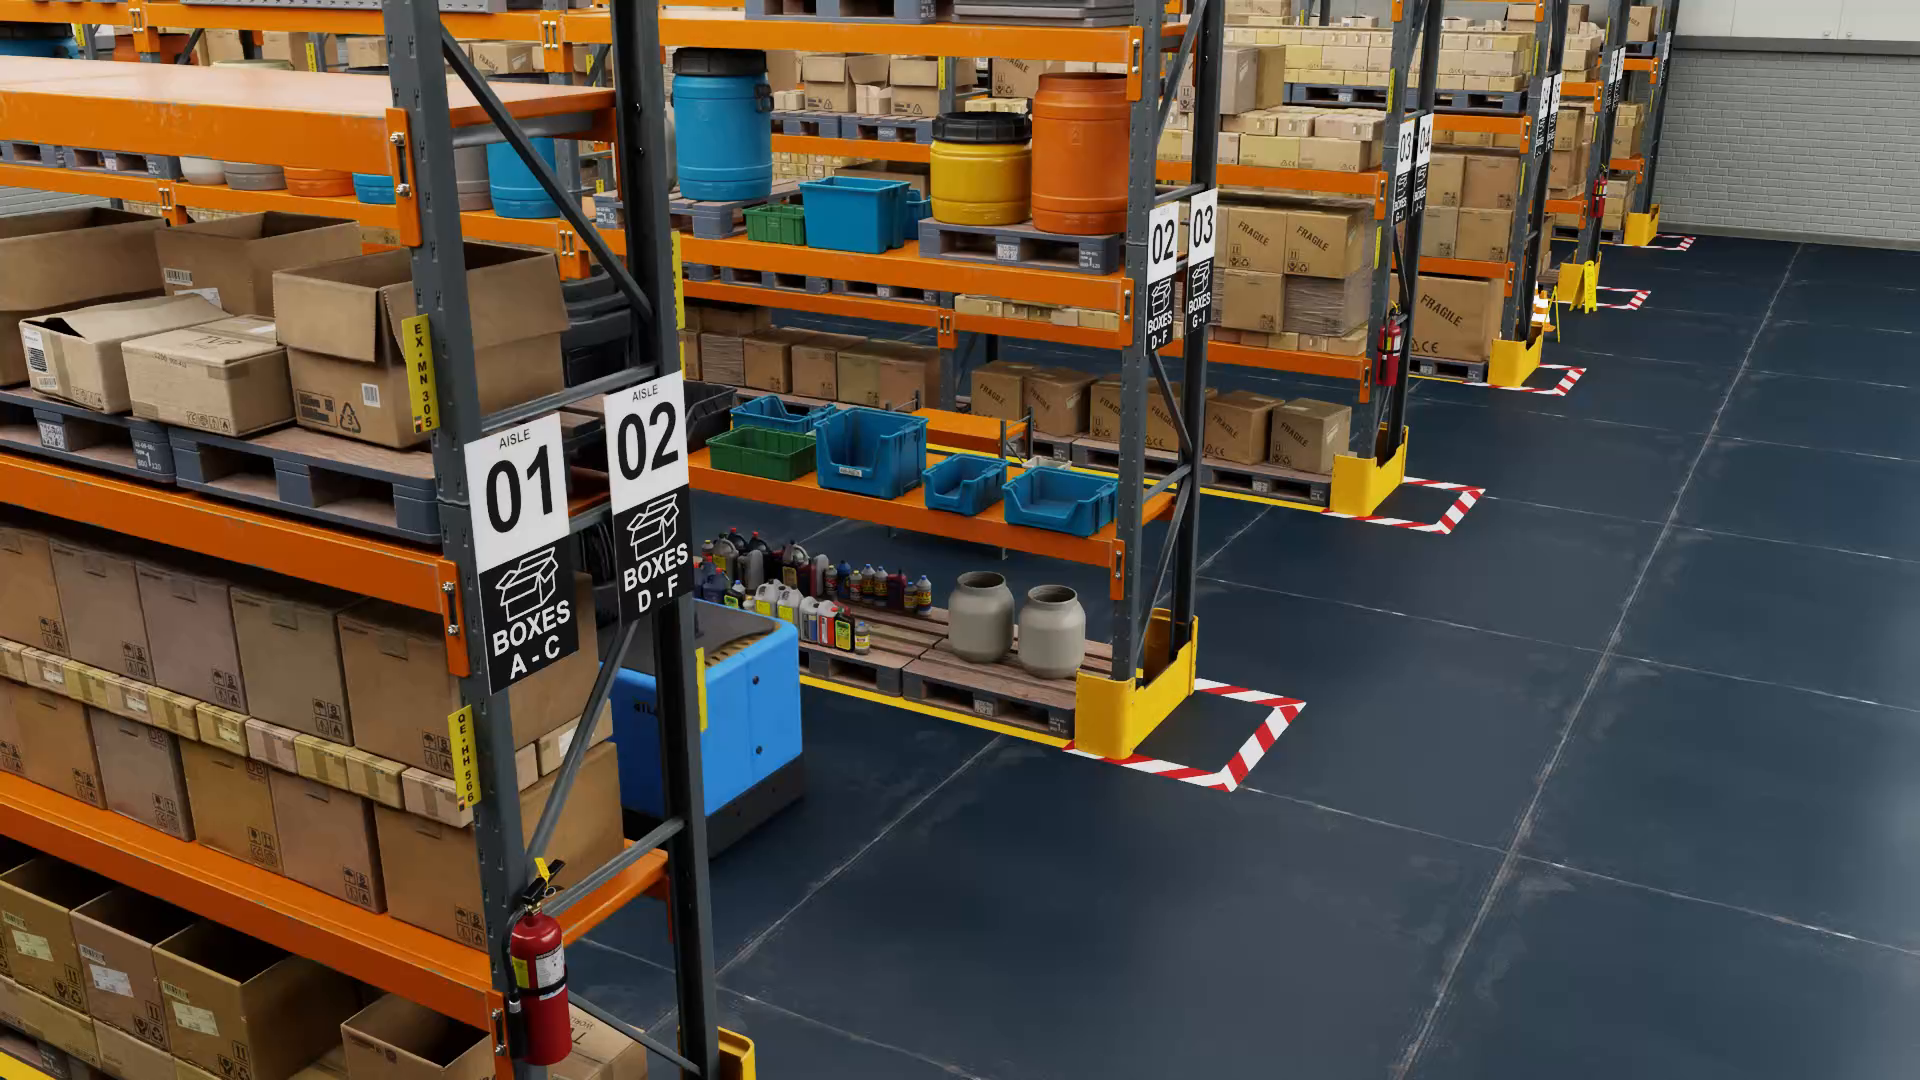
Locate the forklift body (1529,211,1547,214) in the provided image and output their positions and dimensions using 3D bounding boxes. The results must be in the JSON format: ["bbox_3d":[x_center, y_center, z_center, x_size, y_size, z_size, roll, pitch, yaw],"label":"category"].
[{"bbox_3d":[8.306,-5.586,25.612,1.214,2.155,2.313,11,23,27],"label":"forklift body"}]

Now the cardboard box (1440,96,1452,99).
[{"bbox_3d":[7.992,-7.173,27.205,0.250,0.149,0.380,10,22,26],"label":"cardboard box"}]

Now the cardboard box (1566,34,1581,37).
[{"bbox_3d":[7.995,-6.559,21.848,0.250,0.149,0.380,11,23,27],"label":"cardboard box"}]

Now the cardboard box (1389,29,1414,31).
[{"bbox_3d":[4.863,-5.518,18.215,0.250,0.149,0.380,10,22,27],"label":"cardboard box"}]

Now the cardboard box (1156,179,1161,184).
[{"bbox_3d":[2.180,-4.508,19.780,0.500,0.500,0.700,10,22,26],"label":"cardboard box"}]

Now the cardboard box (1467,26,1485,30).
[{"bbox_3d":[8.274,-8.122,26.564,0.250,0.149,0.380,12,23,29],"label":"cardboard box"}]

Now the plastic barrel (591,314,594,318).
[{"bbox_3d":[-2.496,-1.365,11.995,0.708,0.901,0.600,11,23,27],"label":"plastic barrel"}]

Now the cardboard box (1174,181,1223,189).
[{"bbox_3d":[2.921,-4.416,19.337,0.550,0.550,0.875,11,23,27],"label":"cardboard box"}]

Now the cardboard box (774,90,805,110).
[{"bbox_3d":[-1.577,-4.230,15.954,0.250,0.166,0.380,10,22,26],"label":"cardboard box"}]

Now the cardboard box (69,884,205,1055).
[{"bbox_3d":[-3.163,1.660,6.706,0.500,0.500,0.500,11,23,27],"label":"cardboard box"}]

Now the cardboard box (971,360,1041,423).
[{"bbox_3d":[0.439,-1.394,15.859,0.500,0.500,0.500,10,22,26],"label":"cardboard box"}]

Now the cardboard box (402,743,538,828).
[{"bbox_3d":[-1.660,0.805,5.649,0.250,0.149,0.380,10,22,26],"label":"cardboard box"}]

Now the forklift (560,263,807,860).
[{"bbox_3d":[-2.388,-0.041,9.179,3.031,2.935,1.130,12,23,29],"label":"forklift"}]

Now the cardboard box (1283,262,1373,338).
[{"bbox_3d":[3.134,-2.071,14.093,0.500,0.500,0.875,11,23,27],"label":"cardboard box"}]

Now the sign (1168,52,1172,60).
[{"bbox_3d":[2.360,-5.548,18.641,0.005,0.325,0.100,11,23,27],"label":"sign"}]

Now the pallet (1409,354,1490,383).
[{"bbox_3d":[5.372,-2.043,18.688,1.213,0.211,1.003,11,23,27],"label":"pallet"}]

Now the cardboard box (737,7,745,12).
[{"bbox_3d":[-3.235,-8.648,27.495,0.637,0.503,0.797,13,24,31],"label":"cardboard box"}]

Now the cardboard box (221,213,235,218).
[{"bbox_3d":[-8.645,-3.872,20.008,0.250,0.149,0.380,11,23,28],"label":"cardboard box"}]

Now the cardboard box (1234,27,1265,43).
[{"bbox_3d":[3.212,-5.575,18.373,0.250,0.149,0.380,11,22,27],"label":"cardboard box"}]

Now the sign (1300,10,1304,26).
[{"bbox_3d":[4.674,-7.073,22.729,0.005,0.325,0.100,11,23,27],"label":"sign"}]

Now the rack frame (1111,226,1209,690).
[{"bbox_3d":[1.185,-0.310,9.821,0.127,3.000,1.000,11,23,27],"label":"rack frame"}]

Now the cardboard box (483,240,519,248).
[{"bbox_3d":[-4.822,-3.340,18.029,0.500,0.500,0.500,10,22,26],"label":"cardboard box"}]

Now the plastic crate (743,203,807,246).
[{"bbox_3d":[-1.062,-1.942,10.233,0.450,0.188,0.336,11,23,27],"label":"plastic crate"}]

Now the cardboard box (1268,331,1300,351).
[{"bbox_3d":[2.790,-1.721,14.078,0.250,0.149,0.380,11,23,27],"label":"cardboard box"}]

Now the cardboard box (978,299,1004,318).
[{"bbox_3d":[0.362,-2.161,15.292,0.250,0.149,0.380,11,23,27],"label":"cardboard box"}]

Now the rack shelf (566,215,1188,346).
[{"bbox_3d":[-0.561,-1.715,10.349,4.000,0.370,1.077,11,23,27],"label":"rack shelf"}]

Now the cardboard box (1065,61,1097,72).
[{"bbox_3d":[1.431,-5.634,19.555,0.500,0.250,0.500,11,22,27],"label":"cardboard box"}]

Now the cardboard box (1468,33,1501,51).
[{"bbox_3d":[5.431,-5.153,17.209,0.250,0.149,0.380,11,23,28],"label":"cardboard box"}]

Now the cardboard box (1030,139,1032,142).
[{"bbox_3d":[0.841,-3.552,14.579,0.500,0.250,0.500,11,22,27],"label":"cardboard box"}]

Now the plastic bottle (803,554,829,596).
[{"bbox_3d":[-1.014,0.233,11.672,0.135,0.276,0.152,11,23,28],"label":"plastic bottle"}]

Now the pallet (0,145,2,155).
[{"bbox_3d":[-8.559,-3.526,14.564,1.003,0.211,1.213,11,23,27],"label":"pallet"}]

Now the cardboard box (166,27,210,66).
[{"bbox_3d":[-8.980,-5.875,19.856,0.500,0.500,0.700,9,22,24],"label":"cardboard box"}]

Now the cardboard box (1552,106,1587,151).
[{"bbox_3d":[7.881,-5.412,21.836,0.500,0.500,0.700,10,22,26],"label":"cardboard box"}]

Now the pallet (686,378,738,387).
[{"bbox_3d":[-2.702,-1.674,17.670,1.213,0.211,1.003,11,23,27],"label":"pallet"}]

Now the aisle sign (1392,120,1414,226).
[{"bbox_3d":[3.509,-2.907,13.168,0.004,0.787,0.394,11,23,27],"label":"aisle sign"}]

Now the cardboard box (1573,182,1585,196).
[{"bbox_3d":[8.238,-4.735,22.388,0.250,0.149,0.380,11,23,28],"label":"cardboard box"}]

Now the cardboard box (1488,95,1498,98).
[{"bbox_3d":[8.687,-7.241,27.394,0.250,0.149,0.380,10,22,26],"label":"cardboard box"}]

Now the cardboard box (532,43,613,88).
[{"bbox_3d":[-3.951,-4.851,17.174,0.637,0.503,0.797,12,23,30],"label":"cardboard box"}]

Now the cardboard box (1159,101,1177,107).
[{"bbox_3d":[1.879,-3.720,14.458,0.250,0.149,0.380,10,22,25],"label":"cardboard box"}]

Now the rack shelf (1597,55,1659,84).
[{"bbox_3d":[9.105,-7.618,26.623,4.000,0.370,1.077,11,23,27],"label":"rack shelf"}]

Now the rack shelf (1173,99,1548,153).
[{"bbox_3d":[4.362,-4.649,18.439,4.000,0.370,1.077,11,23,27],"label":"rack shelf"}]

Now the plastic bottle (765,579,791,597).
[{"bbox_3d":[-1.218,0.410,11.186,0.135,0.276,0.152,11,23,27],"label":"plastic bottle"}]

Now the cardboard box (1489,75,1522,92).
[{"bbox_3d":[5.653,-4.735,17.227,0.250,0.149,0.380,11,23,27],"label":"cardboard box"}]

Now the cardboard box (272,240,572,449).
[{"bbox_3d":[-1.733,-0.655,5.400,0.637,0.503,0.797,13,23,31],"label":"cardboard box"}]

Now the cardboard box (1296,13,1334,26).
[{"bbox_3d":[5.938,-8.666,27.827,0.500,0.311,0.500,10,22,25],"label":"cardboard box"}]

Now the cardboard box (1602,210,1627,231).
[{"bbox_3d":[10.287,-5.102,26.448,0.500,0.250,0.500,11,23,28],"label":"cardboard box"}]

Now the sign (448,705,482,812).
[{"bbox_3d":[-1.510,0.667,5.081,0.005,0.325,0.100,11,23,27],"label":"sign"}]

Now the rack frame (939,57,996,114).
[{"bbox_3d":[0.109,-5.270,14.697,0.127,3.000,1.000,11,23,27],"label":"rack frame"}]

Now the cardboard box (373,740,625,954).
[{"bbox_3d":[-1.635,1.035,5.965,0.500,0.500,0.700,11,23,27],"label":"cardboard box"}]

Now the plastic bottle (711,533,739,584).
[{"bbox_3d":[-1.674,0.127,11.855,0.185,0.351,0.144,11,23,27],"label":"plastic bottle"}]

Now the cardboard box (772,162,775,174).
[{"bbox_3d":[-2.429,-4.911,21.822,0.250,0.149,0.380,11,22,27],"label":"cardboard box"}]

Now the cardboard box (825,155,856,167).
[{"bbox_3d":[-1.528,-4.879,21.296,0.250,0.149,0.380,10,22,25],"label":"cardboard box"}]

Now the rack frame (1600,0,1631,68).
[{"bbox_3d":[8.434,-7.555,20.996,0.127,3.000,1.000,11,23,27],"label":"rack frame"}]

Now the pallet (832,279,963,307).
[{"bbox_3d":[-0.487,-2.530,16.223,1.213,0.211,1.003,11,23,27],"label":"pallet"}]

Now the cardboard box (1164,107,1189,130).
[{"bbox_3d":[1.857,-3.543,13.970,0.250,0.149,0.380,10,22,25],"label":"cardboard box"}]

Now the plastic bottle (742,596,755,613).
[{"bbox_3d":[-1.404,0.476,11.111,0.097,0.201,0.097,0,20,0],"label":"plastic bottle"}]

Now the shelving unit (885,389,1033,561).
[{"bbox_3d":[-0.006,-0.530,13.176,1.048,1.125,0.538,11,23,27],"label":"shelving unit"}]
